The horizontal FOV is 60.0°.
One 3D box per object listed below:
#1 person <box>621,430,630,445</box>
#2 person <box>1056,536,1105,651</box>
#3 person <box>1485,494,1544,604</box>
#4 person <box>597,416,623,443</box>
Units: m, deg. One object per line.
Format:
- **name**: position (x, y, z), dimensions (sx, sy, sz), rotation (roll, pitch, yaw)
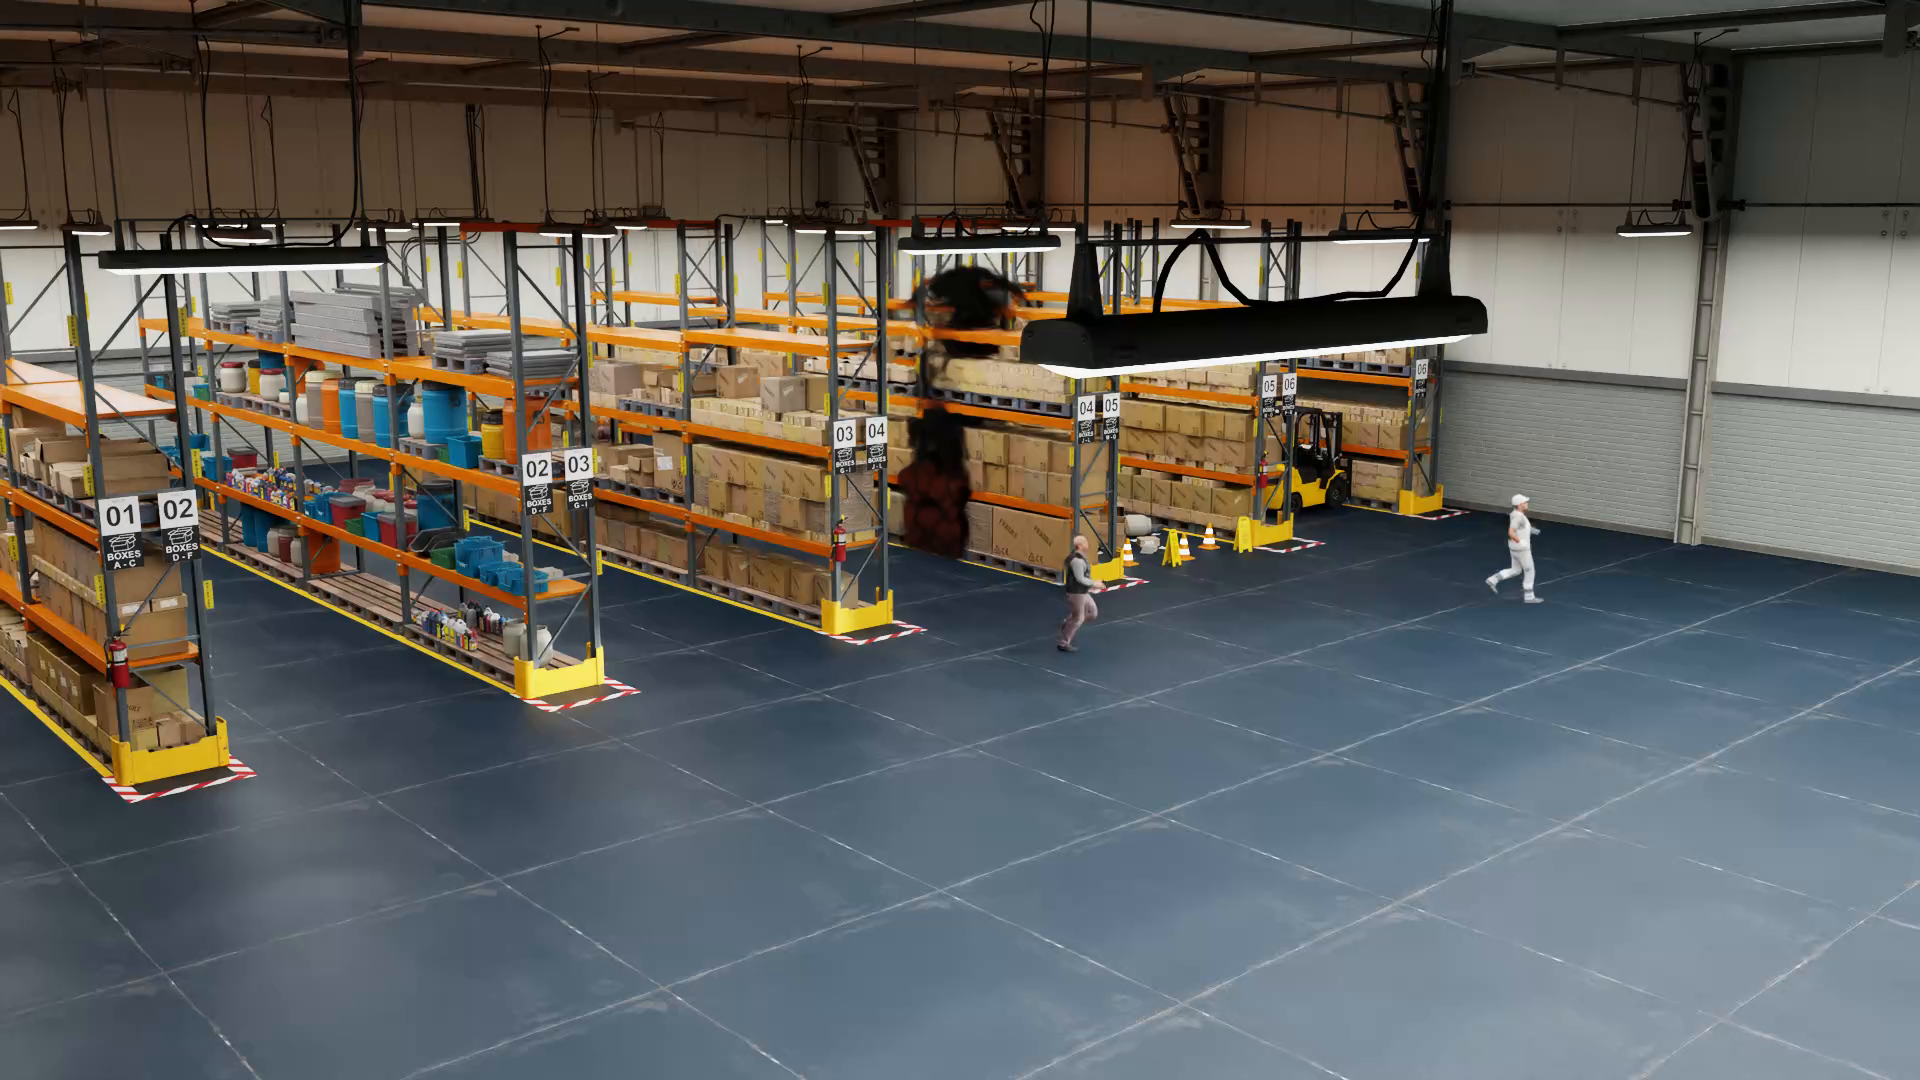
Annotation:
- **person**: position (-8.520, -2.779, 41.459), dimensions (0.819, 1.664, 0.614), rotation (3, 12, 15)
- **person**: position (1.735, 0.756, 23.899), dimensions (0.681, 1.677, 0.679), rotation (1, 11, 5)
- **person**: position (8.948, 0.142, 26.696), dimensions (0.914, 1.765, 0.670), rotation (2, 12, 9)
- **person**: position (-7.769, -1.918, 36.899), dimensions (0.728, 1.807, 0.960), rotation (-8, 14, -35)
